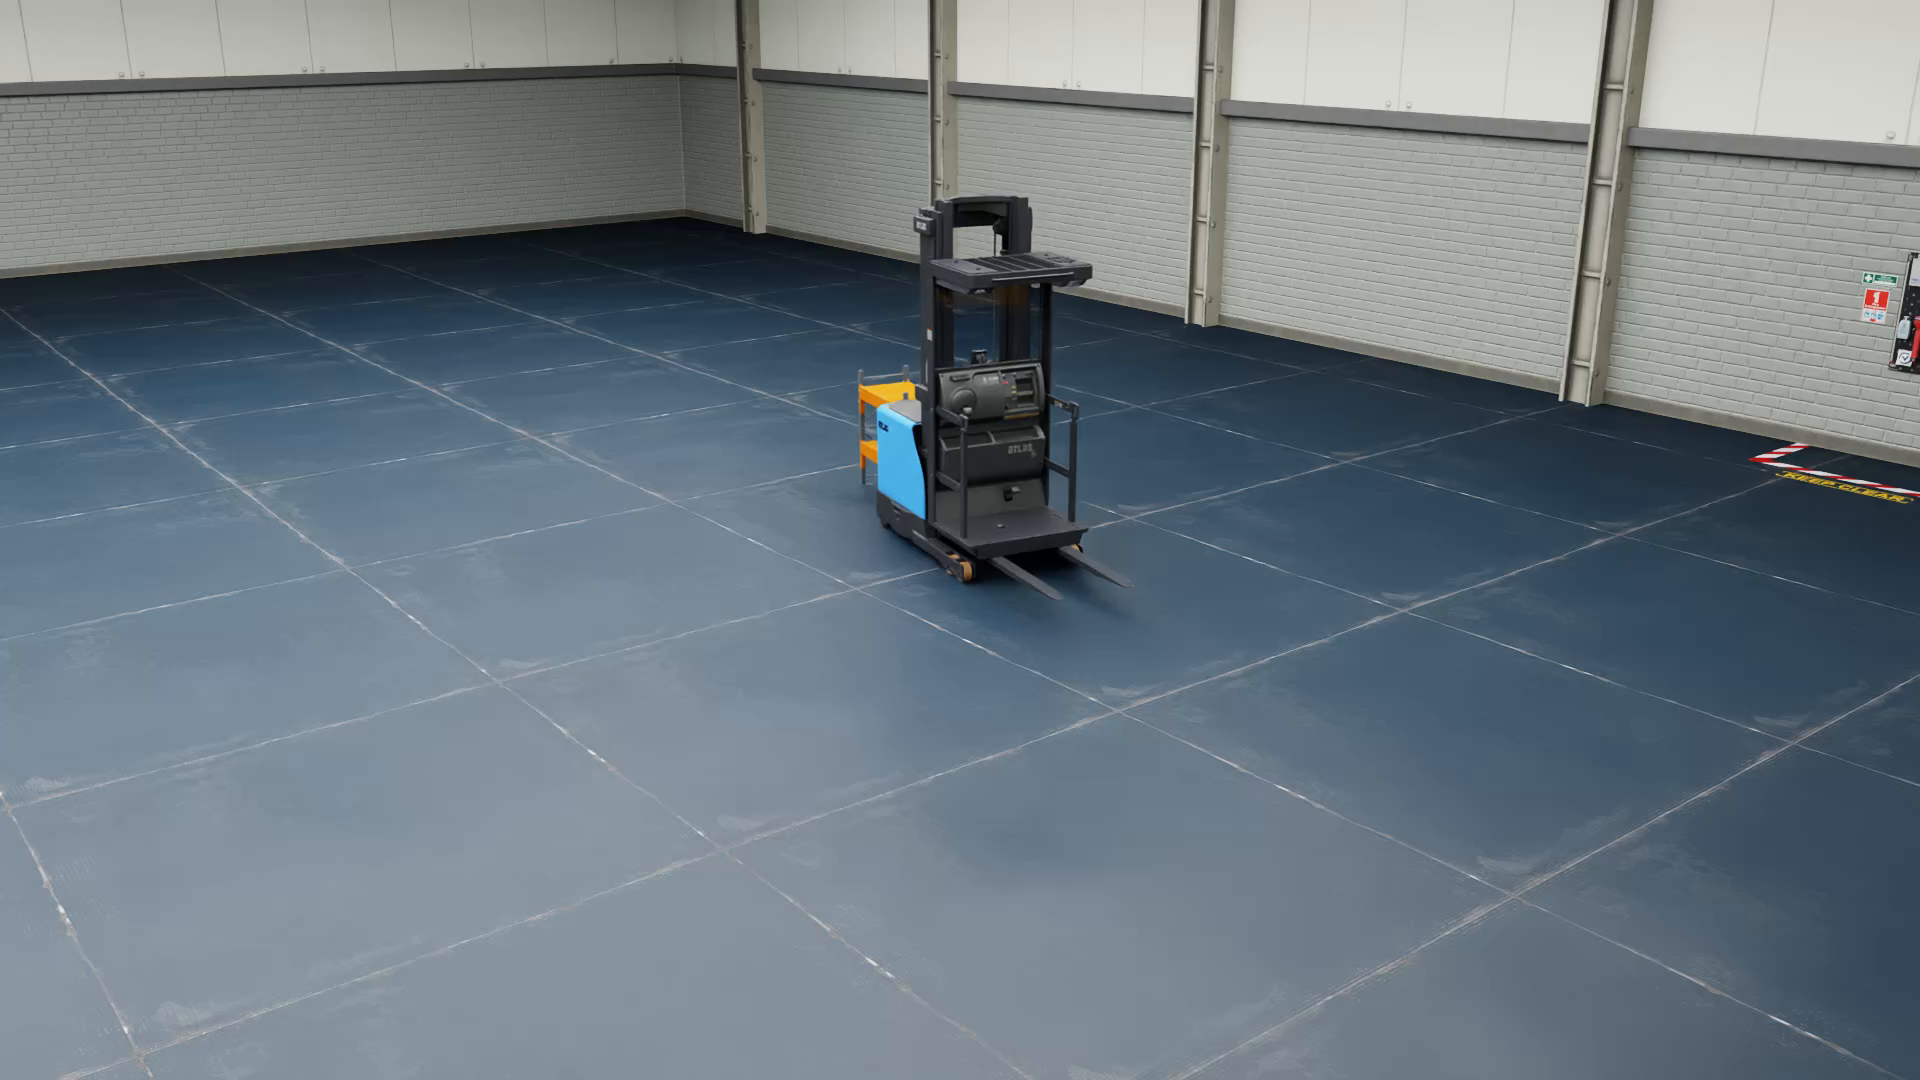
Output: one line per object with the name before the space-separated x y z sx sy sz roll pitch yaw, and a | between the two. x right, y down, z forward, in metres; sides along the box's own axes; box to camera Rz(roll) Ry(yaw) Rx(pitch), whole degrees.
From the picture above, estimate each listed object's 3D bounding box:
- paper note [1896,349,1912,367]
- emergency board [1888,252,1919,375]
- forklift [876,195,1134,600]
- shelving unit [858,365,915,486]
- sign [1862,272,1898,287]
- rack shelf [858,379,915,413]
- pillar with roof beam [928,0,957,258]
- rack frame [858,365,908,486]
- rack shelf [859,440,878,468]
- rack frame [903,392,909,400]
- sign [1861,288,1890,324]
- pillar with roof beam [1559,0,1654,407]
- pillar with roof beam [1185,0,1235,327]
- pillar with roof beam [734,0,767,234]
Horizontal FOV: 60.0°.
paper note | 9.332 -1.798 16.423 0.016 0.148 0.142 -14 23 -36
emergency board | 9.388 -2.159 16.112 0.194 1.169 0.643 -14 23 -36
forklift | 0.357 -1.211 13.357 1.130 2.935 3.031 -9 20 -25
shelving unit | -0.500 -0.947 15.434 0.538 1.125 1.048 -9 20 -25
sign | 9.121 -2.582 16.487 0.001 0.109 0.331 -14 23 -36
rack shelf | -0.500 -1.225 15.342 0.538 0.278 1.000 -9 20 -25
pillar with roof beam | -3.659 -7.986 24.165 9.100 9.000 0.400 -14 23 -36
rack frame | -0.723 -1.091 15.867 0.500 1.125 0.032 -9 20 -25
rack shelf | -0.500 -0.715 15.511 0.538 0.278 1.000 -9 20 -25
rack frame | -0.277 -0.804 15.000 0.500 1.125 0.032 -9 20 -25
sign | 9.125 -2.333 16.579 0.001 0.329 0.234 -14 23 -36
pillar with roof beam | 3.792 -5.029 15.235 9.100 9.000 0.400 -14 23 -36
pillar with roof beam | 0.067 -6.508 19.700 9.100 9.000 0.400 -14 23 -36
pillar with roof beam | -7.384 -9.465 28.630 9.100 9.000 0.400 -14 23 -36
